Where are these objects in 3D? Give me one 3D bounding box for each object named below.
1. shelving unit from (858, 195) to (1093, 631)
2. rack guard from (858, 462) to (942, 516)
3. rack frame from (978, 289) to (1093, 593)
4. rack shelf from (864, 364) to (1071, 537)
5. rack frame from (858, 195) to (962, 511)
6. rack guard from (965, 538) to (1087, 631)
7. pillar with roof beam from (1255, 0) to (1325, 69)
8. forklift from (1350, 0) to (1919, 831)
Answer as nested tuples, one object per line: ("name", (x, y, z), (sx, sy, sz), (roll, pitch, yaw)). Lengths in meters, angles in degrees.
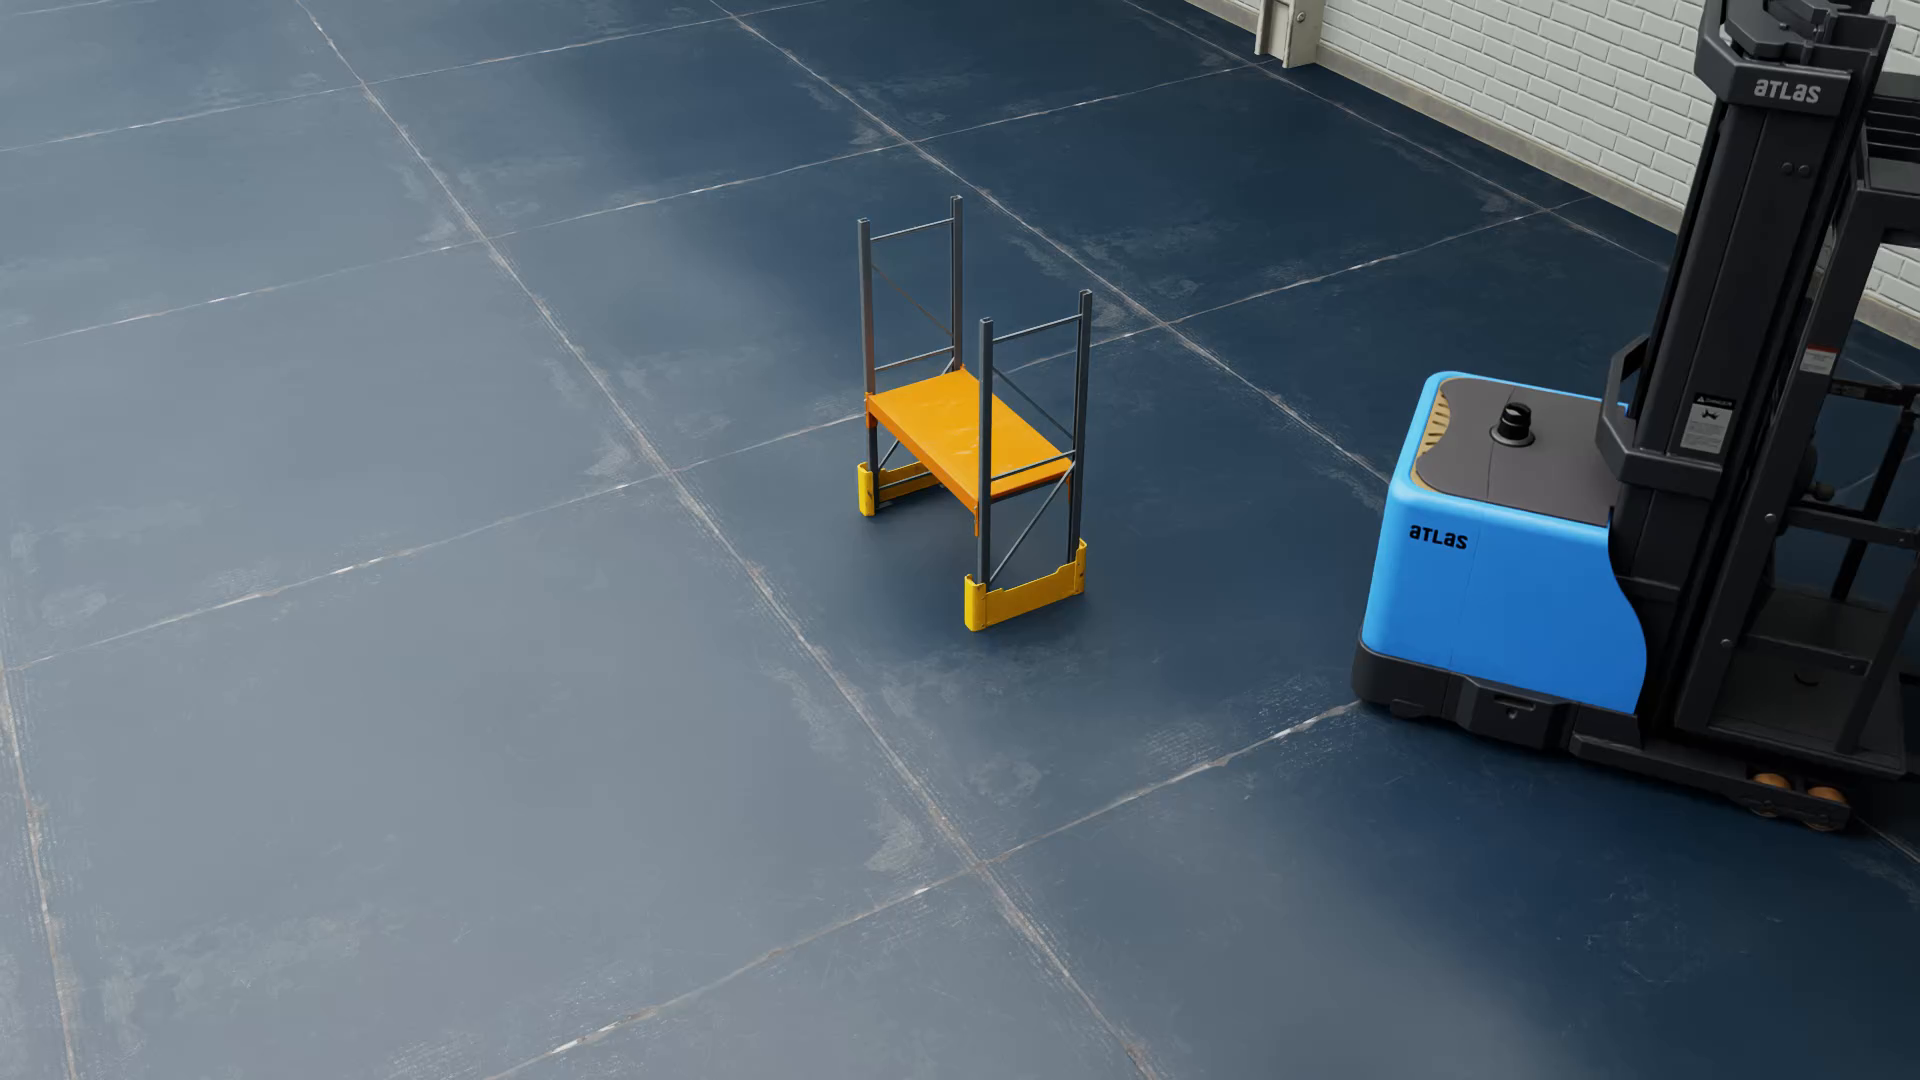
("shelving unit", (0.038, -0.567, 7.254), (0.587, 1.500, 1.083), (-19, 40, -24))
("rack guard", (-0.212, -0.316, 7.971), (0.587, 0.250, 0.087), (-19, 40, -24))
("rack frame", (0.298, -0.303, 6.893), (0.500, 1.500, 0.032), (-19, 40, -24))
("rack shelf", (0.043, -0.417, 7.354), (0.538, 0.185, 1.000), (-19, 40, -24))
("rack frame", (-0.213, -0.821, 7.603), (0.500, 1.500, 0.032), (-19, 40, -24))
("rack guard", (0.288, 0.192, 7.275), (0.587, 0.250, 0.087), (-19, 40, -24))
("pillar with roof beam", (-1.201, -6.095, 8.466), (9.100, 9.000, 0.400), (-19, 40, -24))
("forklift", (3.169, -0.448, 5.878), (3.031, 2.935, 1.130), (13, 38, 18))
